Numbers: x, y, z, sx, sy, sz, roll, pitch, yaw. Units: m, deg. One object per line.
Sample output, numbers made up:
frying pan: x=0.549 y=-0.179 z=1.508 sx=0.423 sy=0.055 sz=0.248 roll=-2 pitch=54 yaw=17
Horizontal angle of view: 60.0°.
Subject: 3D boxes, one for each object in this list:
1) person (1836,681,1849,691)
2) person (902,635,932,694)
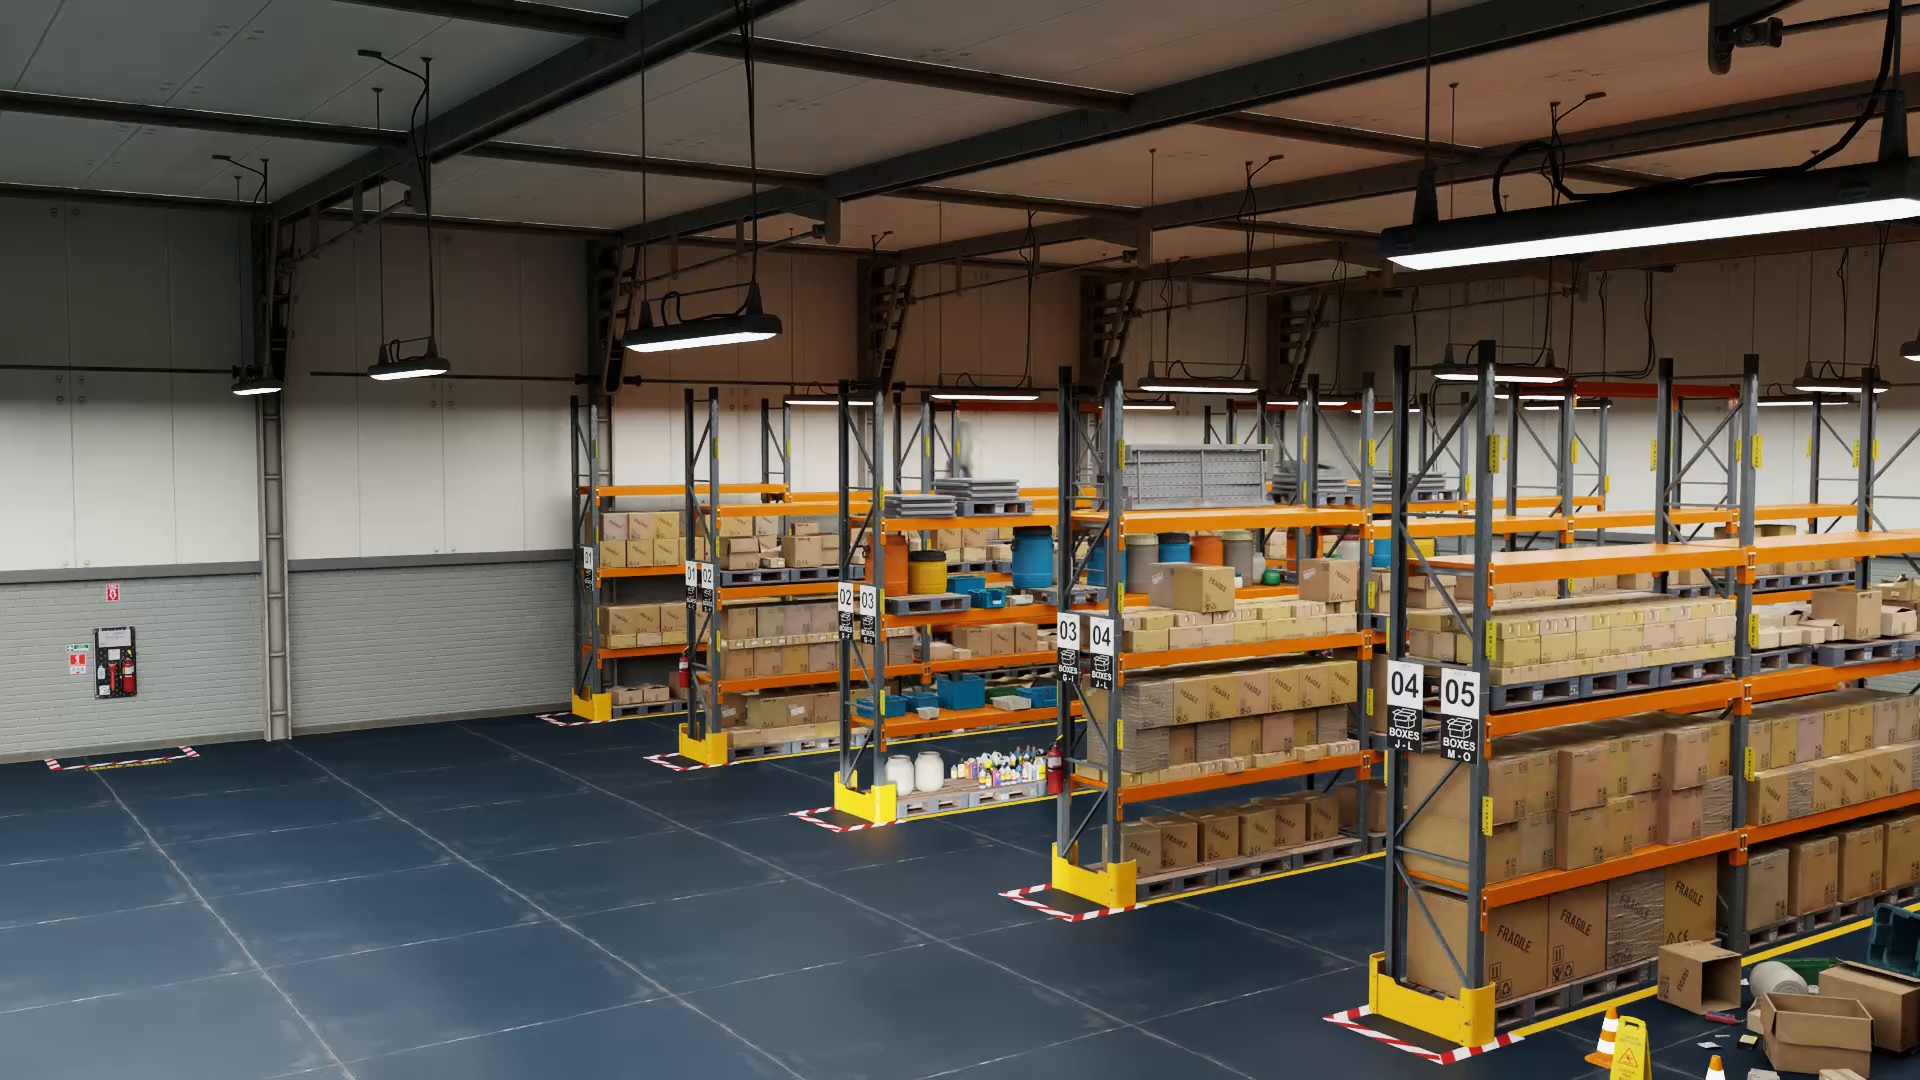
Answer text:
person: x=13.132 y=2.878 z=24.770 sx=0.546 sy=1.594 sz=0.595 roll=-3 pitch=5 yaw=-42
person: x=-0.891 y=2.401 z=31.632 sx=1.043 sy=1.773 sz=0.659 roll=-3 pitch=4 yaw=-39
